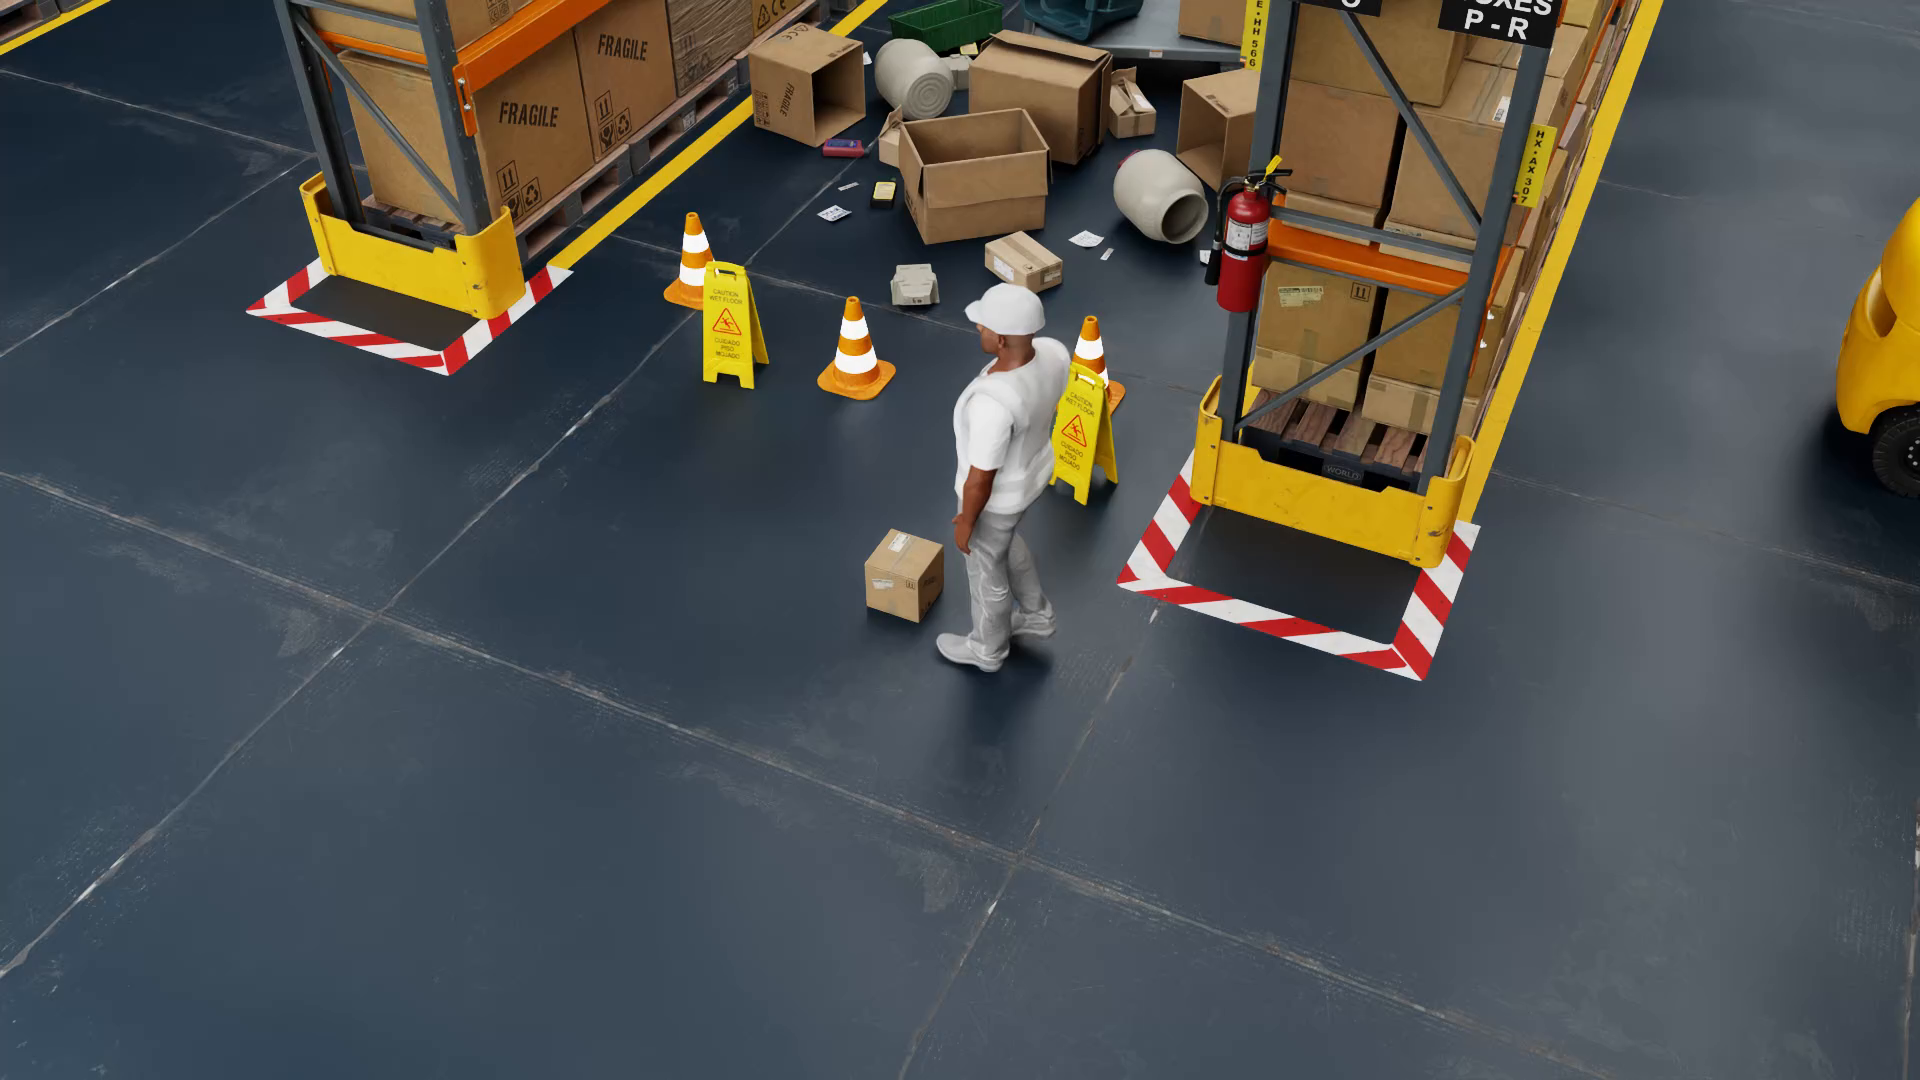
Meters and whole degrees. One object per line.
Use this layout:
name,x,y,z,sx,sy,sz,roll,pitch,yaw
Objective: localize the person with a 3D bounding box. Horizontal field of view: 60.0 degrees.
person,0.158,-0.217,6.364,0.451,1.770,0.593,22,46,23
